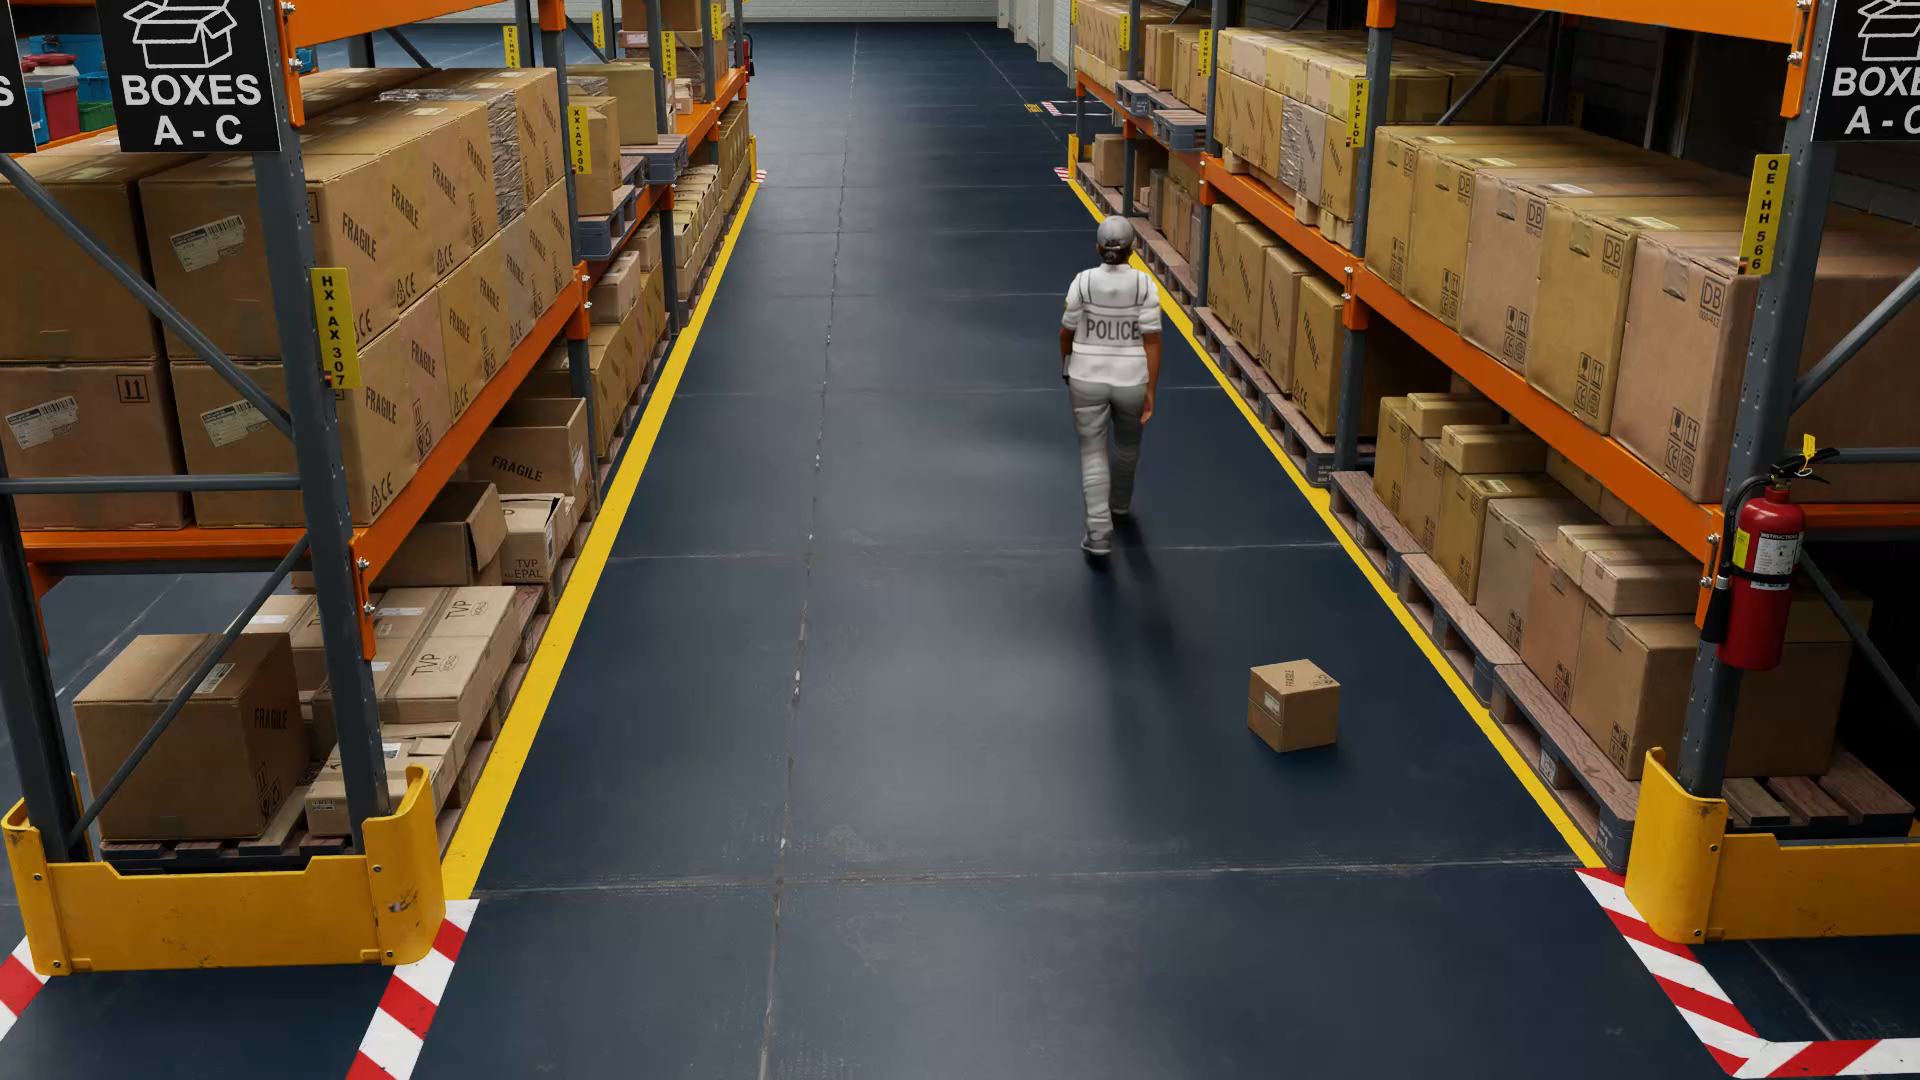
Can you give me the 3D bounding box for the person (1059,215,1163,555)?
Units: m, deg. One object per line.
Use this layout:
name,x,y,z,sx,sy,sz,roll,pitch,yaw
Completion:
person,0.726,-0.804,8.192,0.487,1.599,1.021,0,21,-1
